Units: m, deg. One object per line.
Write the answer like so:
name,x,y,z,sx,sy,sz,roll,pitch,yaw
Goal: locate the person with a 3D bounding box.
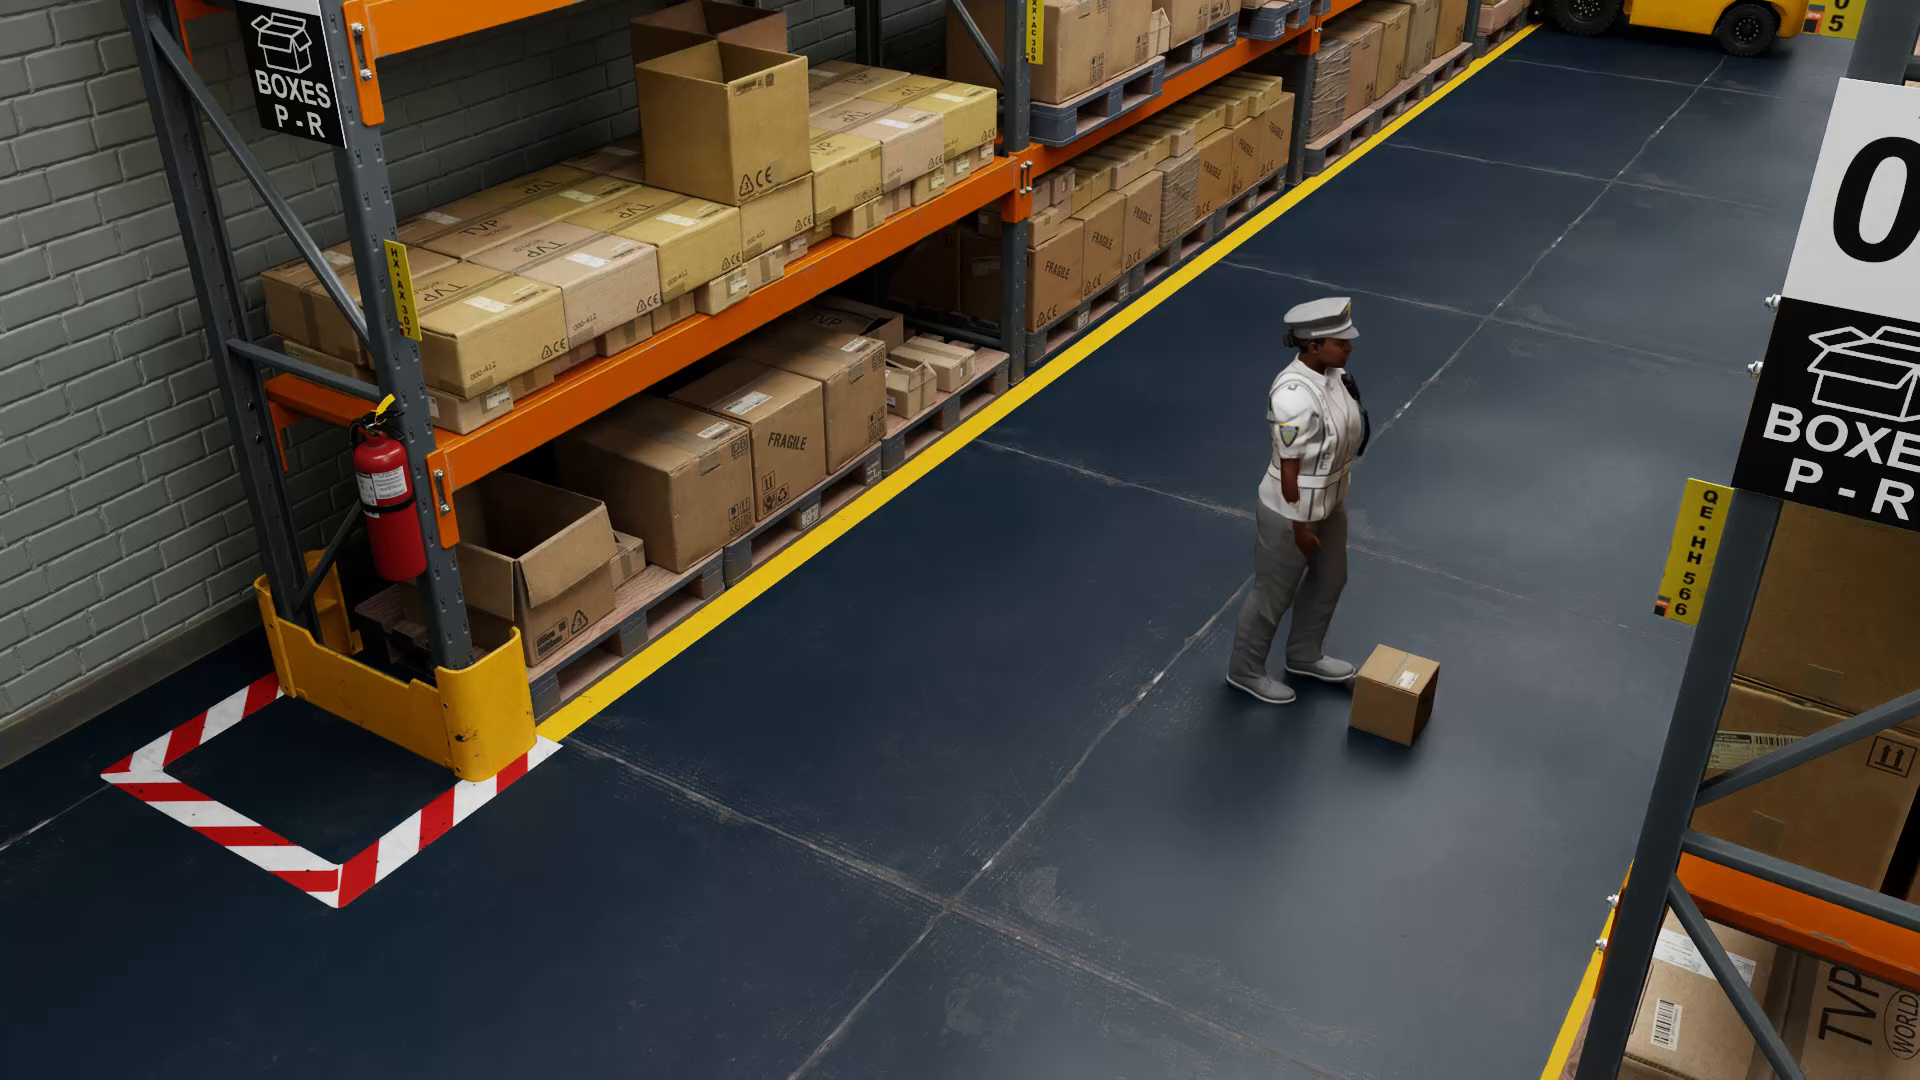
person,1.341,-0.130,6.340,0.454,1.683,0.439,19,36,29
